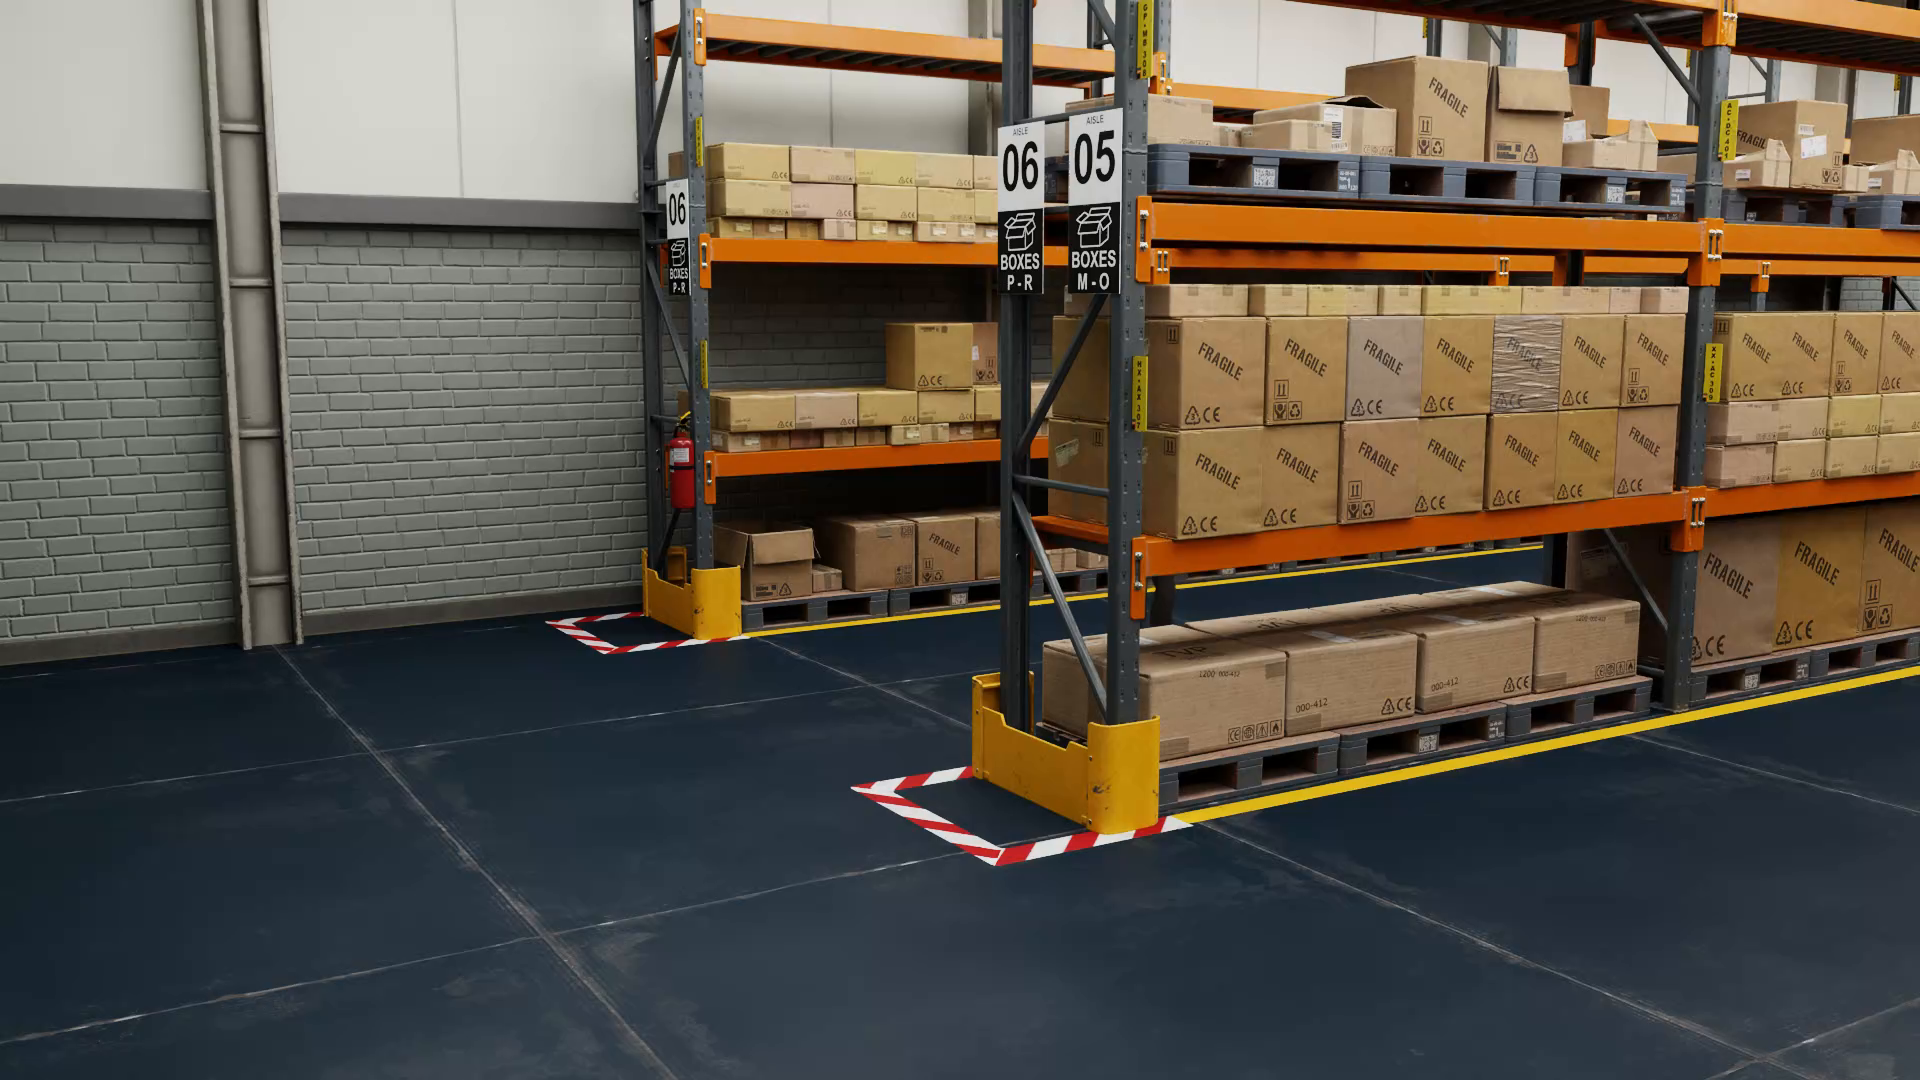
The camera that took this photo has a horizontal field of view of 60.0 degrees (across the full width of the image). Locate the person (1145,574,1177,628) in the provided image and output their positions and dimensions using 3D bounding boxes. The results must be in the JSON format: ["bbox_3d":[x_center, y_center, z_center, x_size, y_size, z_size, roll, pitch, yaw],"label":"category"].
[{"bbox_3d":[1.258,-0.007,10.772,0.473,1.690,0.478,-5,10,-31],"label":"person"}]
